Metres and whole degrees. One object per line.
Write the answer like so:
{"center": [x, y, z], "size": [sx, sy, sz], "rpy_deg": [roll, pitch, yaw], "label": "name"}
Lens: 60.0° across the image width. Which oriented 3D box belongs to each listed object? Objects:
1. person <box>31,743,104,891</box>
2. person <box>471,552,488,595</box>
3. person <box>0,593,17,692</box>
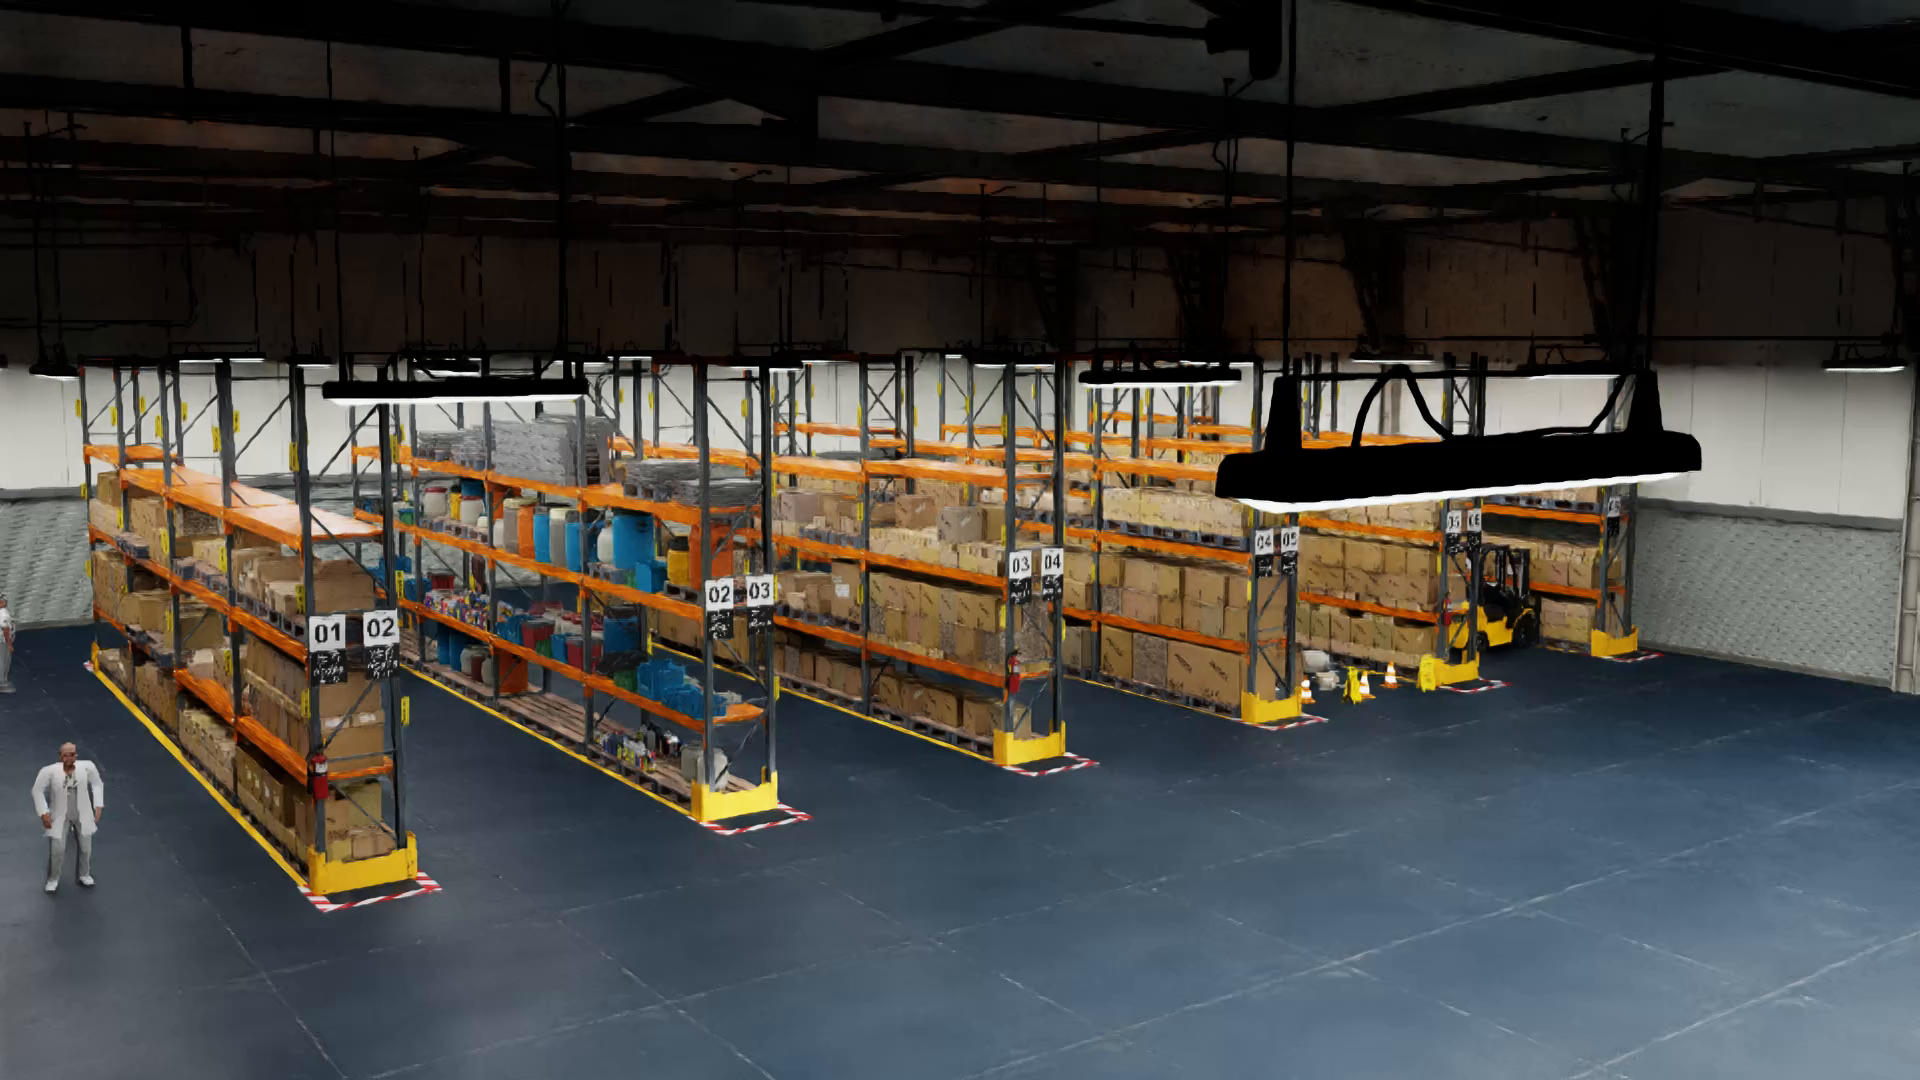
{"center": [-10.268, 3.160, 19.162], "size": [0.729, 1.734, 0.546], "rpy_deg": [-5, 9, -36], "label": "person"}
{"center": [-10.765, 1.023, 37.222], "size": [0.543, 1.579, 0.746], "rpy_deg": [0, 7, -3], "label": "person"}
{"center": [-17.184, 1.826, 29.853], "size": [0.655, 1.762, 0.421], "rpy_deg": [6, 9, 39], "label": "person"}
